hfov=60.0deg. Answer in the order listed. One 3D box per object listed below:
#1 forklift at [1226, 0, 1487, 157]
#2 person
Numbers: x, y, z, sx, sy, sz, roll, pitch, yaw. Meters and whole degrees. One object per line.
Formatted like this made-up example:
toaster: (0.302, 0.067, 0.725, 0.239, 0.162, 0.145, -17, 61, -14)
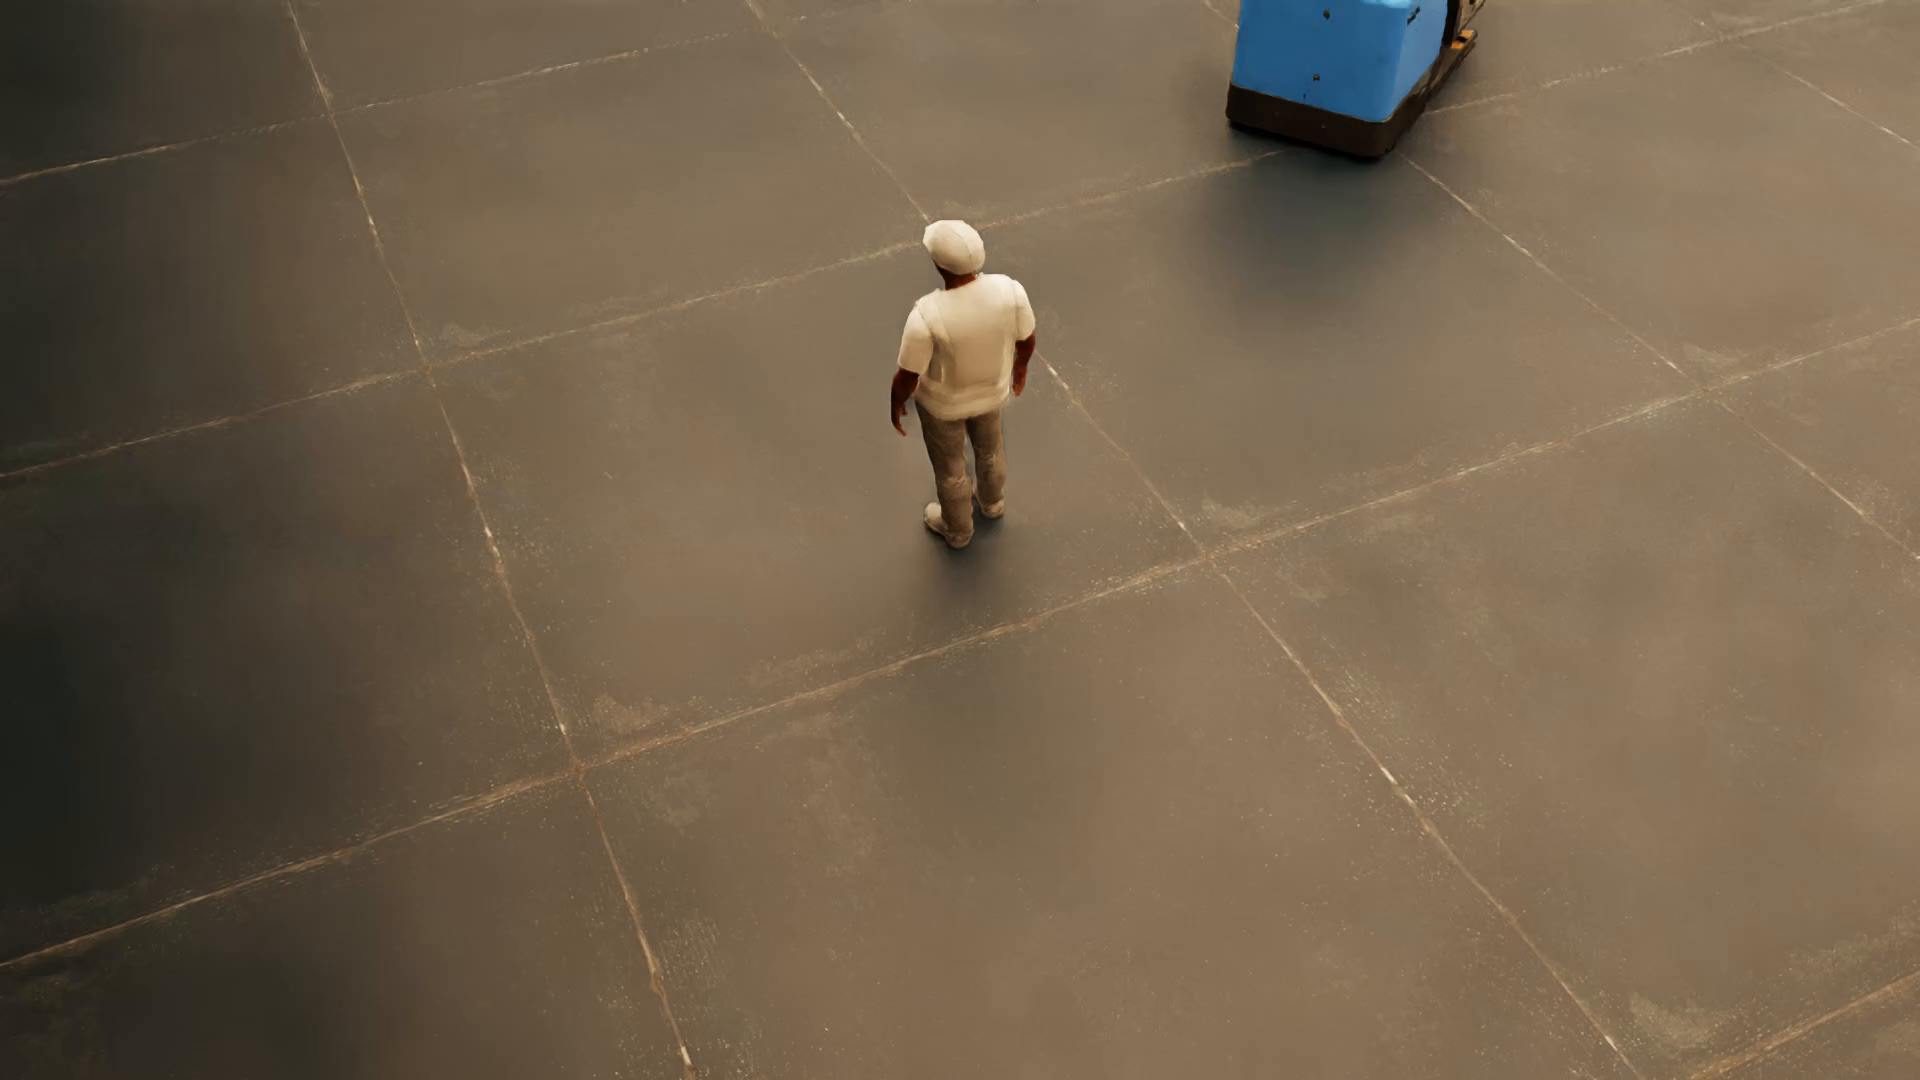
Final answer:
forklift: (2.880, -4.423, 10.420, 1.130, 2.935, 3.031, 22, 47, 22)
person: (-0.024, -0.696, 7.269, 0.665, 1.766, 0.576, -18, 46, -18)
